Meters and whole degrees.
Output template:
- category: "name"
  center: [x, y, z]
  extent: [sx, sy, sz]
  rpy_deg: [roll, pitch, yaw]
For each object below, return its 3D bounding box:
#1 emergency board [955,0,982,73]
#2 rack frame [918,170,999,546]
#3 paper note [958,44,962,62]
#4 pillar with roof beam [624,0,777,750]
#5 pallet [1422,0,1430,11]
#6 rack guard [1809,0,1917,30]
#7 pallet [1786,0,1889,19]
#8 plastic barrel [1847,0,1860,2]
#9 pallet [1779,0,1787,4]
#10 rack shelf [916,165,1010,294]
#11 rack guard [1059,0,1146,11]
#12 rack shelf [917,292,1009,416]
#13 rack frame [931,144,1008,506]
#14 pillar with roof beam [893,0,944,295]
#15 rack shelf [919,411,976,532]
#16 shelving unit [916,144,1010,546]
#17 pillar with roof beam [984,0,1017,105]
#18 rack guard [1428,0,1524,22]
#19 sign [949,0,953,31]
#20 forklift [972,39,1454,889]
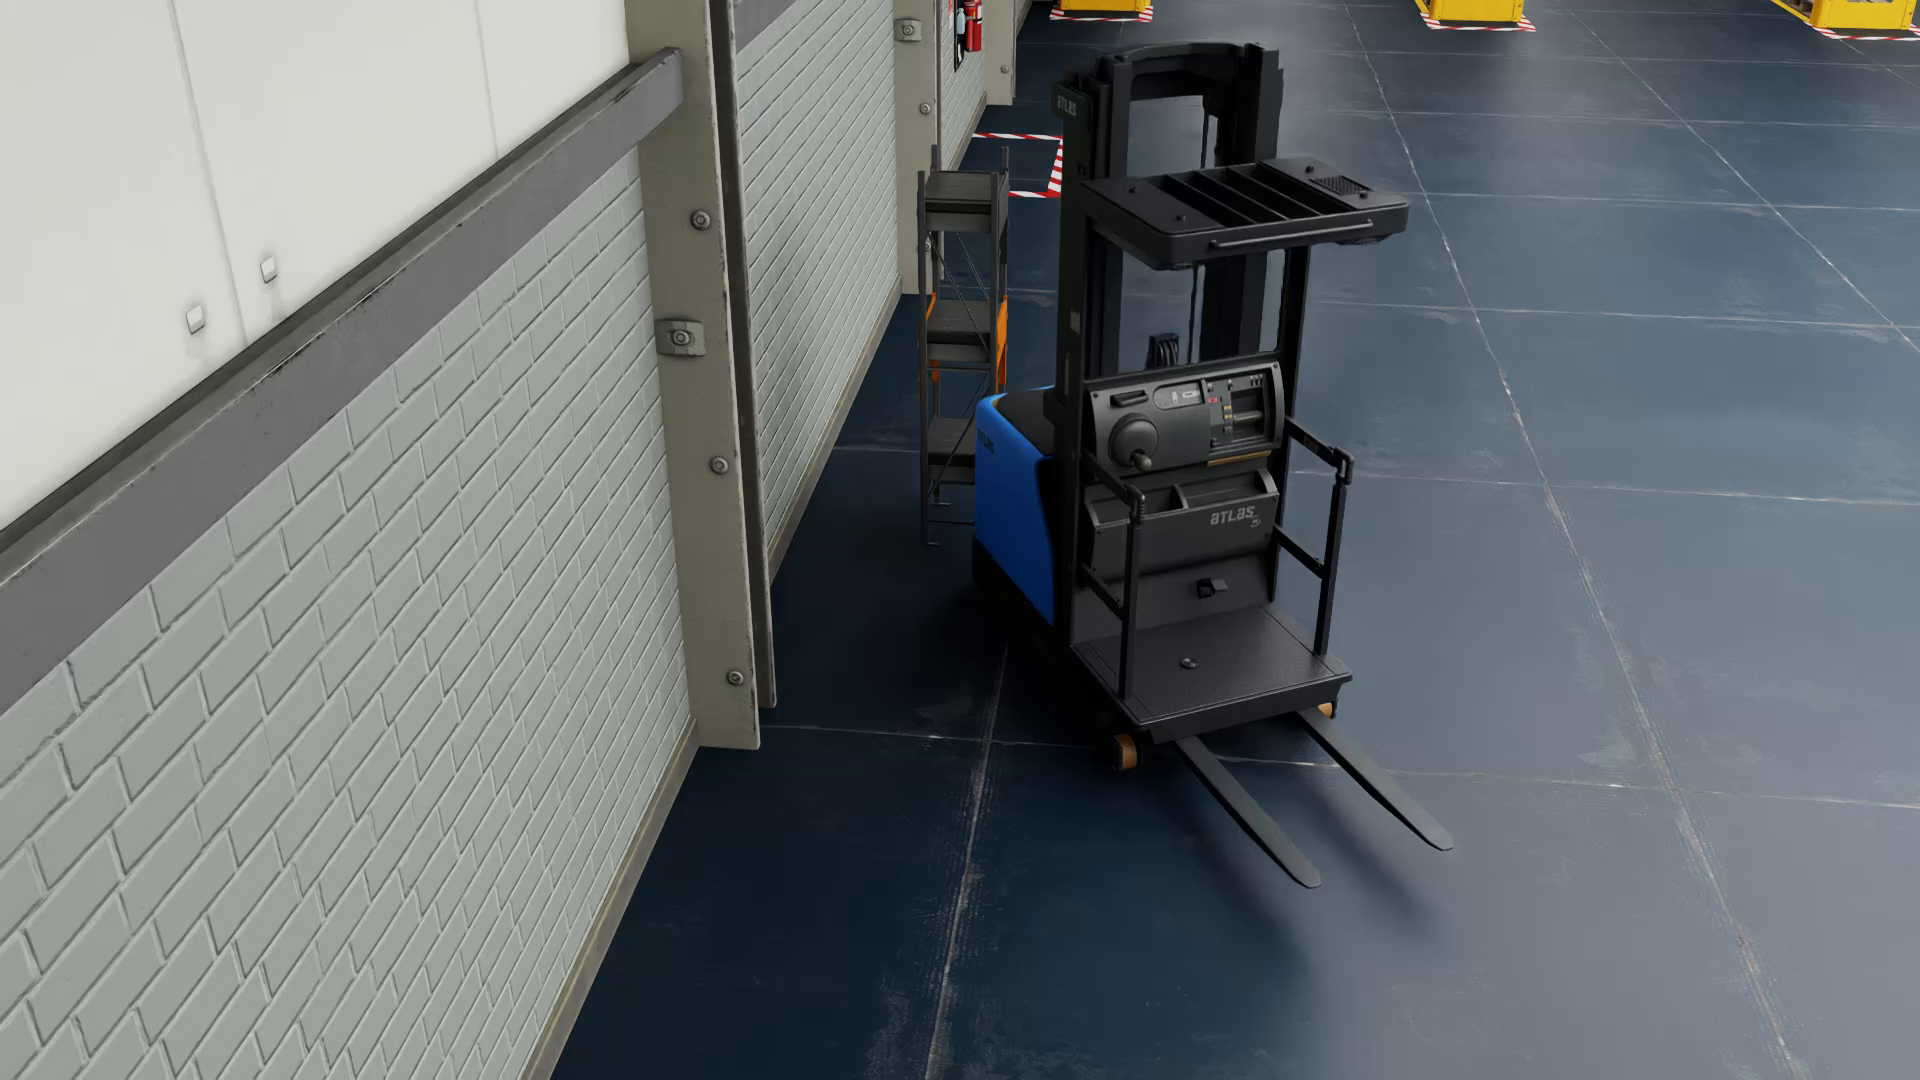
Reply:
- category: "emergency board"
  center: [0.089, -4.964, 15.302]
  extent: [0.194, 1.169, 0.643]
  rpy_deg: [3, 28, 6]
- category: "rack frame"
  center: [-0.010, -0.887, 8.683]
  extent: [0.400, 2.100, 0.015]
  rpy_deg: [3, 28, 6]
- category: "paper note"
  center: [-0.001, -4.497, 15.363]
  extent: [0.016, 0.148, 0.142]
  rpy_deg: [3, 28, 6]
- category: "pillar with roof beam"
  center: [3.232, -2.867, 5.085]
  extent: [9.100, 9.000, 0.400]
  rpy_deg: [3, 28, 6]
- category: "pallet"
  center: [6.907, -7.418, 22.797]
  extent: [1.003, 0.211, 1.213]
  rpy_deg: [3, 28, 6]
- category: "rack guard"
  center: [11.733, -6.932, 21.590]
  extent: [1.175, 0.500, 0.348]
  rpy_deg: [3, 28, 6]
- category: "pallet"
  center: [11.838, -7.187, 22.367]
  extent: [1.003, 0.211, 1.213]
  rpy_deg: [3, 28, 6]
- category: "plastic barrel"
  center: [11.775, -7.398, 21.999]
  extent: [0.421, 0.512, 0.421]
  rpy_deg: [0, 28, 0]
- category: "pallet"
  center: [11.990, -7.759, 23.430]
  extent: [1.003, 0.211, 1.213]
  rpy_deg: [3, 28, 6]
- category: "rack shelf"
  center: [0.020, -1.607, 8.571]
  extent: [0.431, 0.518, 0.480]
  rpy_deg: [3, 28, 6]
- category: "rack guard"
  center: [1.947, -7.505, 22.653]
  extent: [1.175, 0.500, 0.348]
  rpy_deg: [3, 28, 6]
- category: "rack shelf"
  center: [0.020, -0.990, 8.903]
  extent: [0.431, 0.518, 0.480]
  rpy_deg: [3, 28, 6]
- category: "rack frame"
  center: [0.050, -1.117, 9.110]
  extent: [0.400, 2.100, 0.015]
  rpy_deg: [3, 28, 6]
- category: "pillar with roof beam"
  center: [3.967, -5.692, 10.327]
  extent: [9.100, 9.000, 0.400]
  rpy_deg: [3, 28, 6]
- category: "rack shelf"
  center: [0.020, -0.374, 9.235]
  extent: [0.431, 0.518, 0.480]
  rpy_deg: [3, 28, 6]
- category: "shelving unit"
  center: [0.020, -1.002, 8.897]
  extent: [0.431, 2.100, 0.503]
  rpy_deg: [3, 28, 6]
- category: "pillar with roof beam"
  center: [4.702, -8.516, 15.569]
  extent: [9.100, 9.000, 0.400]
  rpy_deg: [3, 28, 6]
- category: "rack guard"
  center: [6.852, -7.172, 22.035]
  extent: [1.175, 0.500, 0.348]
  rpy_deg: [3, 28, 6]
- category: "sign"
  center: [-0.081, -4.725, 14.821]
  extent: [0.001, 0.329, 0.234]
  rpy_deg: [3, 28, 6]
- category: "forklift"
  center: [1.077, -0.496, 7.080]
  extent: [1.130, 2.935, 3.031]
  rpy_deg: [-11, 30, -19]
